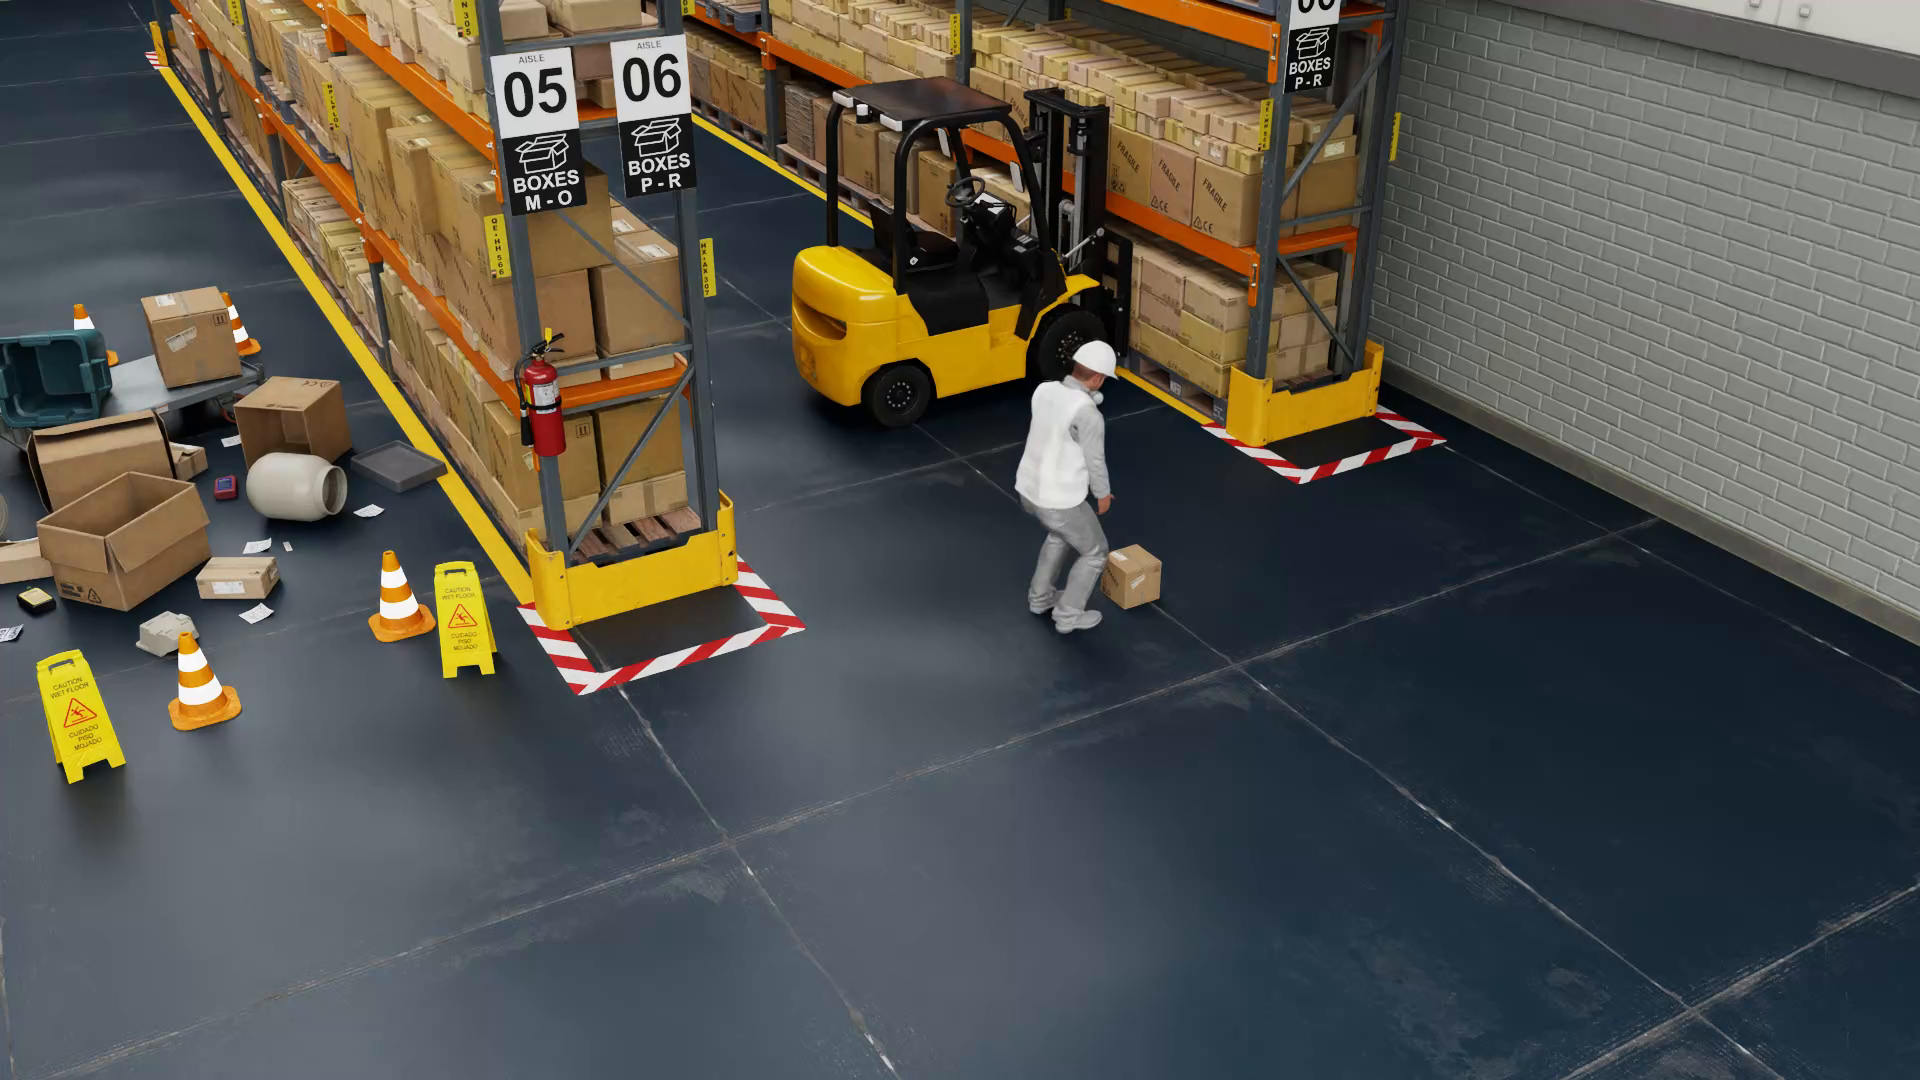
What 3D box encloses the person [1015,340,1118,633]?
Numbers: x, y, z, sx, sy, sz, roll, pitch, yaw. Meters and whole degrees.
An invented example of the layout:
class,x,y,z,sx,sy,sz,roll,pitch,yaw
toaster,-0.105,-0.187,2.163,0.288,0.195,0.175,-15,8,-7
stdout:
class,x,y,z,sx,sy,sz,roll,pitch,yaw
person,0.594,-0.302,9.227,0.581,1.647,0.578,-15,32,-25
